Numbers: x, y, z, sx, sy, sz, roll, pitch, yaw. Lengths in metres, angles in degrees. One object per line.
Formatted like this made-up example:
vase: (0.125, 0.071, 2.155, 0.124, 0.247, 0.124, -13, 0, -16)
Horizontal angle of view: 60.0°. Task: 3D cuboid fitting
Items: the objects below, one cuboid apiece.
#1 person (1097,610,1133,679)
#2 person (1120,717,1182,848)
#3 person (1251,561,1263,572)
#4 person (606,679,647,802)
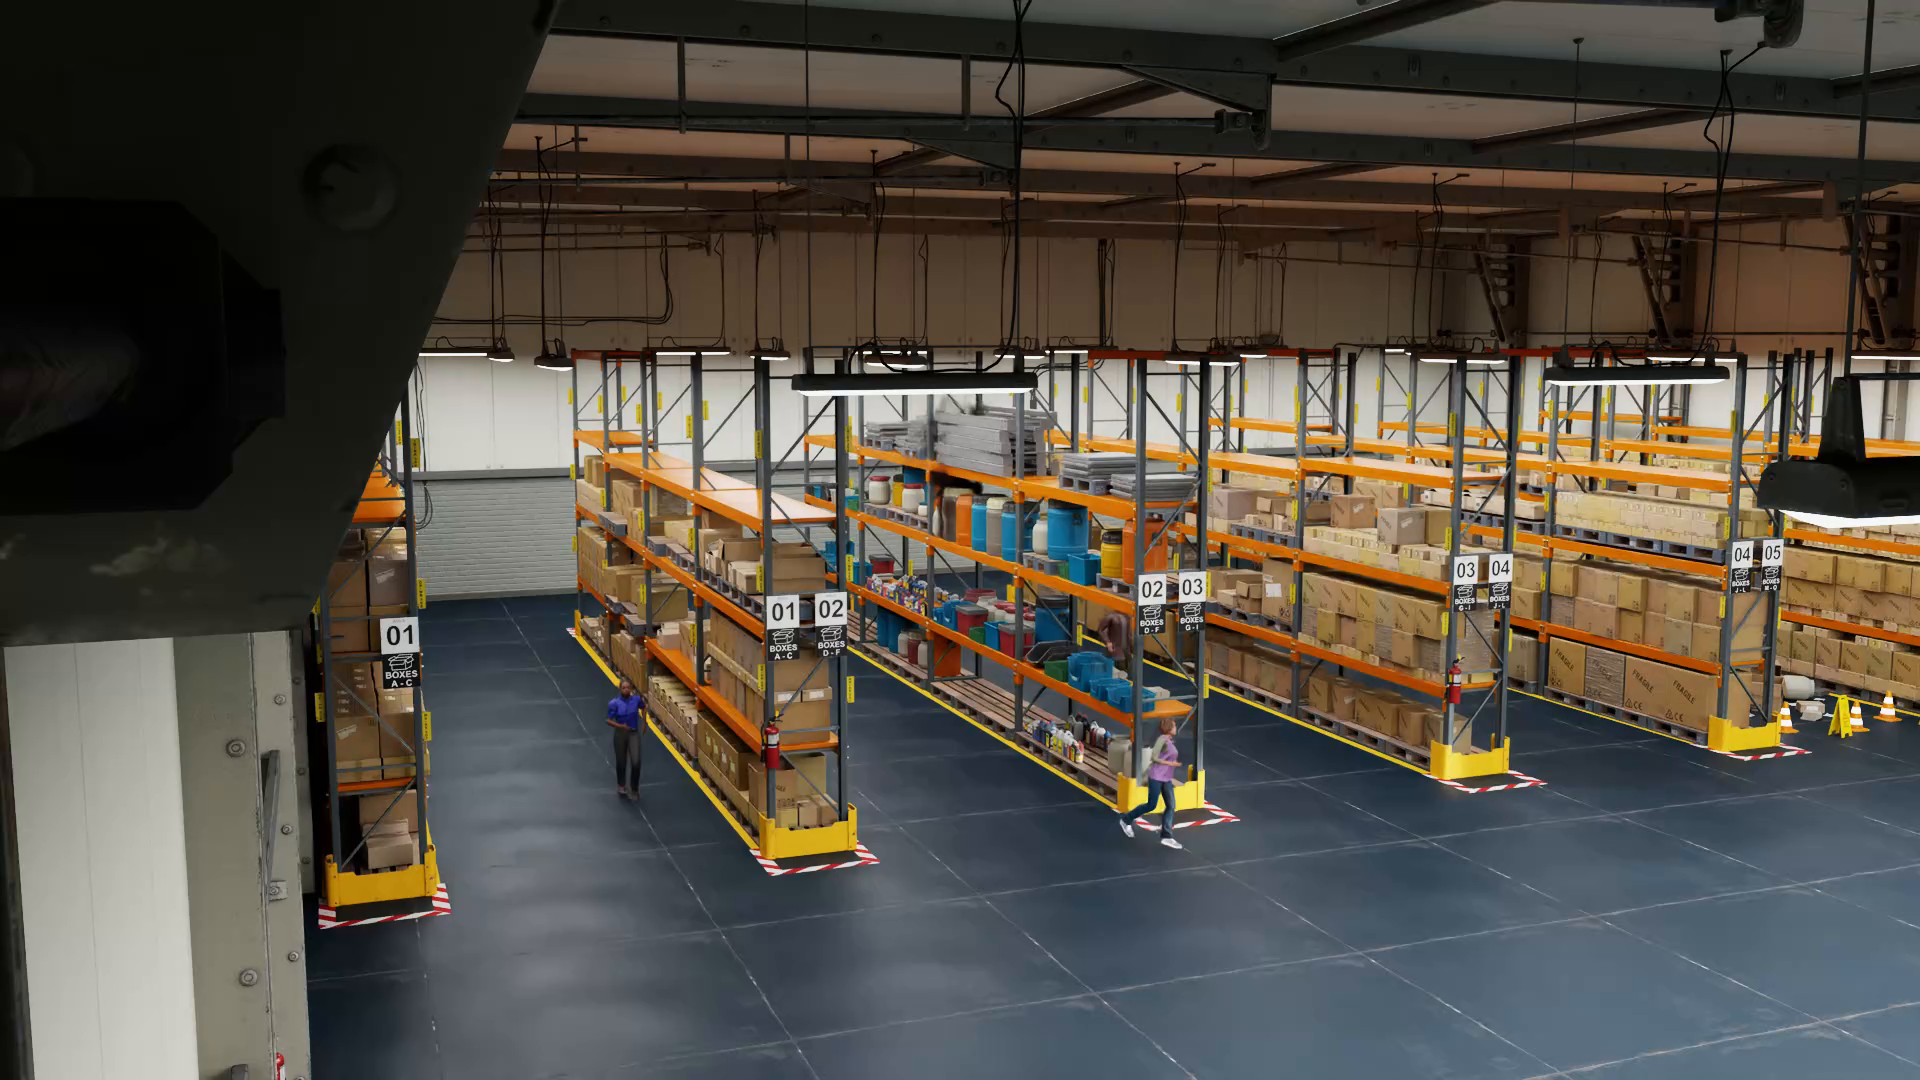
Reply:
person: (2.758, 1.878, 28.997, 0.710, 1.732, 0.637, -5, 9, -35)
person: (2.480, 2.991, 20.747, 0.849, 1.545, 0.570, 4, 8, 32)
person: (7.648, 0.229, 42.175, 0.587, 1.635, 0.659, -2, 7, -12)
person: (-4.515, 2.725, 22.609, 0.584, 1.710, 0.718, -2, 8, -19)
